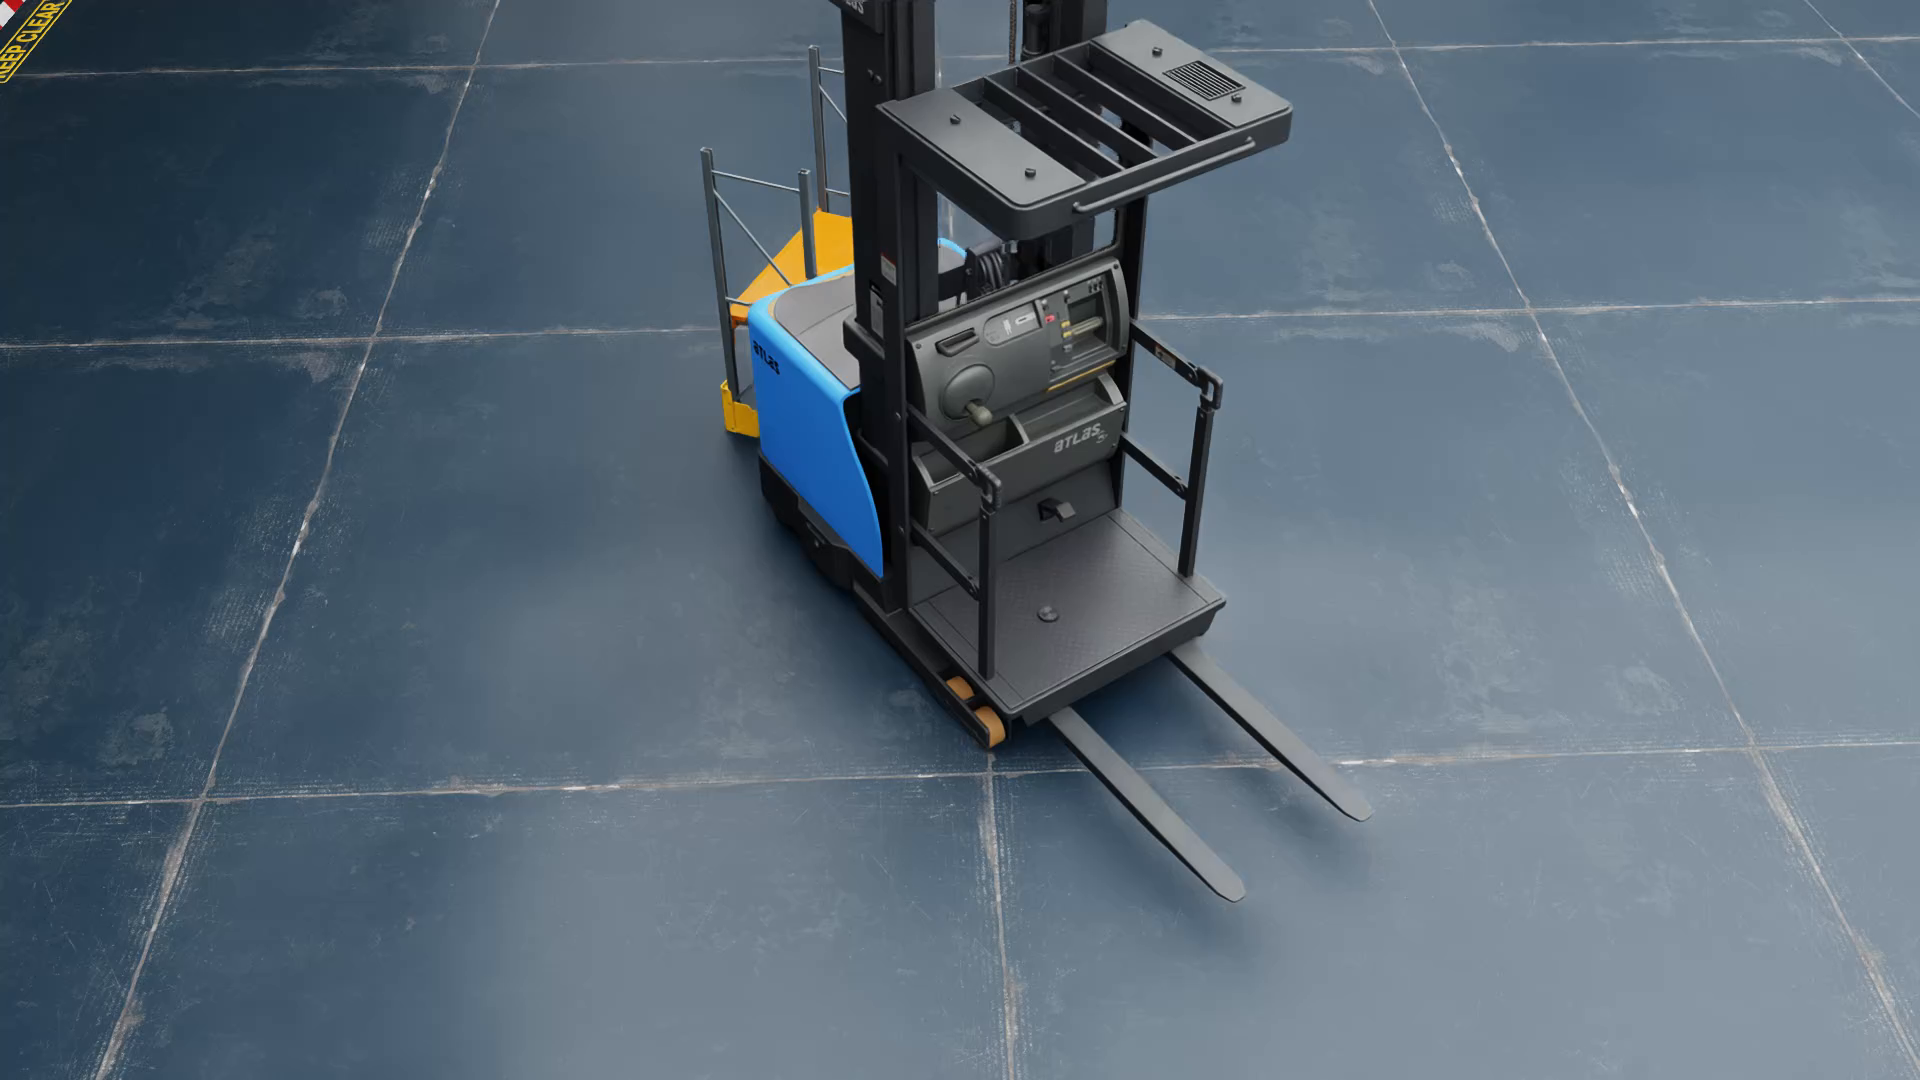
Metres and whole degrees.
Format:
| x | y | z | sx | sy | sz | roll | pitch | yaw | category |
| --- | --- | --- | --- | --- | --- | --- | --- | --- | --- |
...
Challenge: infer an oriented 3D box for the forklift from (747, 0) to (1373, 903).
| x | y | z | sx | sy | sz | roll | pitch | yaw | category |
| --- | --- | --- | --- | --- | --- | --- | --- | --- | --- |
| 0.353 | -0.639 | 5.928 | 1.130 | 2.935 | 3.031 | -25 | 48 | -25 | forklift |

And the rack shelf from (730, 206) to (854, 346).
| x | y | z | sx | sy | sz | roll | pitch | yaw | category |
| --- | --- | --- | --- | --- | --- | --- | --- | --- | --- |
| -0.657 | -1.206 | 7.872 | 0.538 | 0.185 | 1.000 | 16 | 45 | 16 | rack shelf |

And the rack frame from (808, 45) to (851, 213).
| x | y | z | sx | sy | sz | roll | pitch | yaw | category |
| --- | --- | --- | --- | --- | --- | --- | --- | --- | --- |
| -0.461 | -1.656 | 8.097 | 0.500 | 1.500 | 0.032 | 16 | 45 | 16 | rack frame |

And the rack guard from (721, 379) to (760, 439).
| x | y | z | sx | sy | sz | roll | pitch | yaw | category |
| --- | --- | --- | --- | --- | --- | --- | --- | --- | --- |
| -0.845 | -0.573 | 7.840 | 0.587 | 0.250 | 0.087 | 16 | 45 | 16 | rack guard |

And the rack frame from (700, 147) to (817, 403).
| x | y | z | sx | sy | sz | roll | pitch | yaw | category |
| --- | --- | --- | --- | --- | --- | --- | --- | --- | --- |
| -0.852 | -1.022 | 7.405 | 0.500 | 1.500 | 0.032 | 16 | 45 | 16 | rack frame |

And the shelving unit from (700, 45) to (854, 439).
| x | y | z | sx | sy | sz | roll | pitch | yaw | category |
| --- | --- | --- | --- | --- | --- | --- | --- | --- | --- |
| -0.653 | -1.345 | 7.757 | 0.587 | 1.500 | 1.083 | 16 | 45 | 16 | shelving unit |
